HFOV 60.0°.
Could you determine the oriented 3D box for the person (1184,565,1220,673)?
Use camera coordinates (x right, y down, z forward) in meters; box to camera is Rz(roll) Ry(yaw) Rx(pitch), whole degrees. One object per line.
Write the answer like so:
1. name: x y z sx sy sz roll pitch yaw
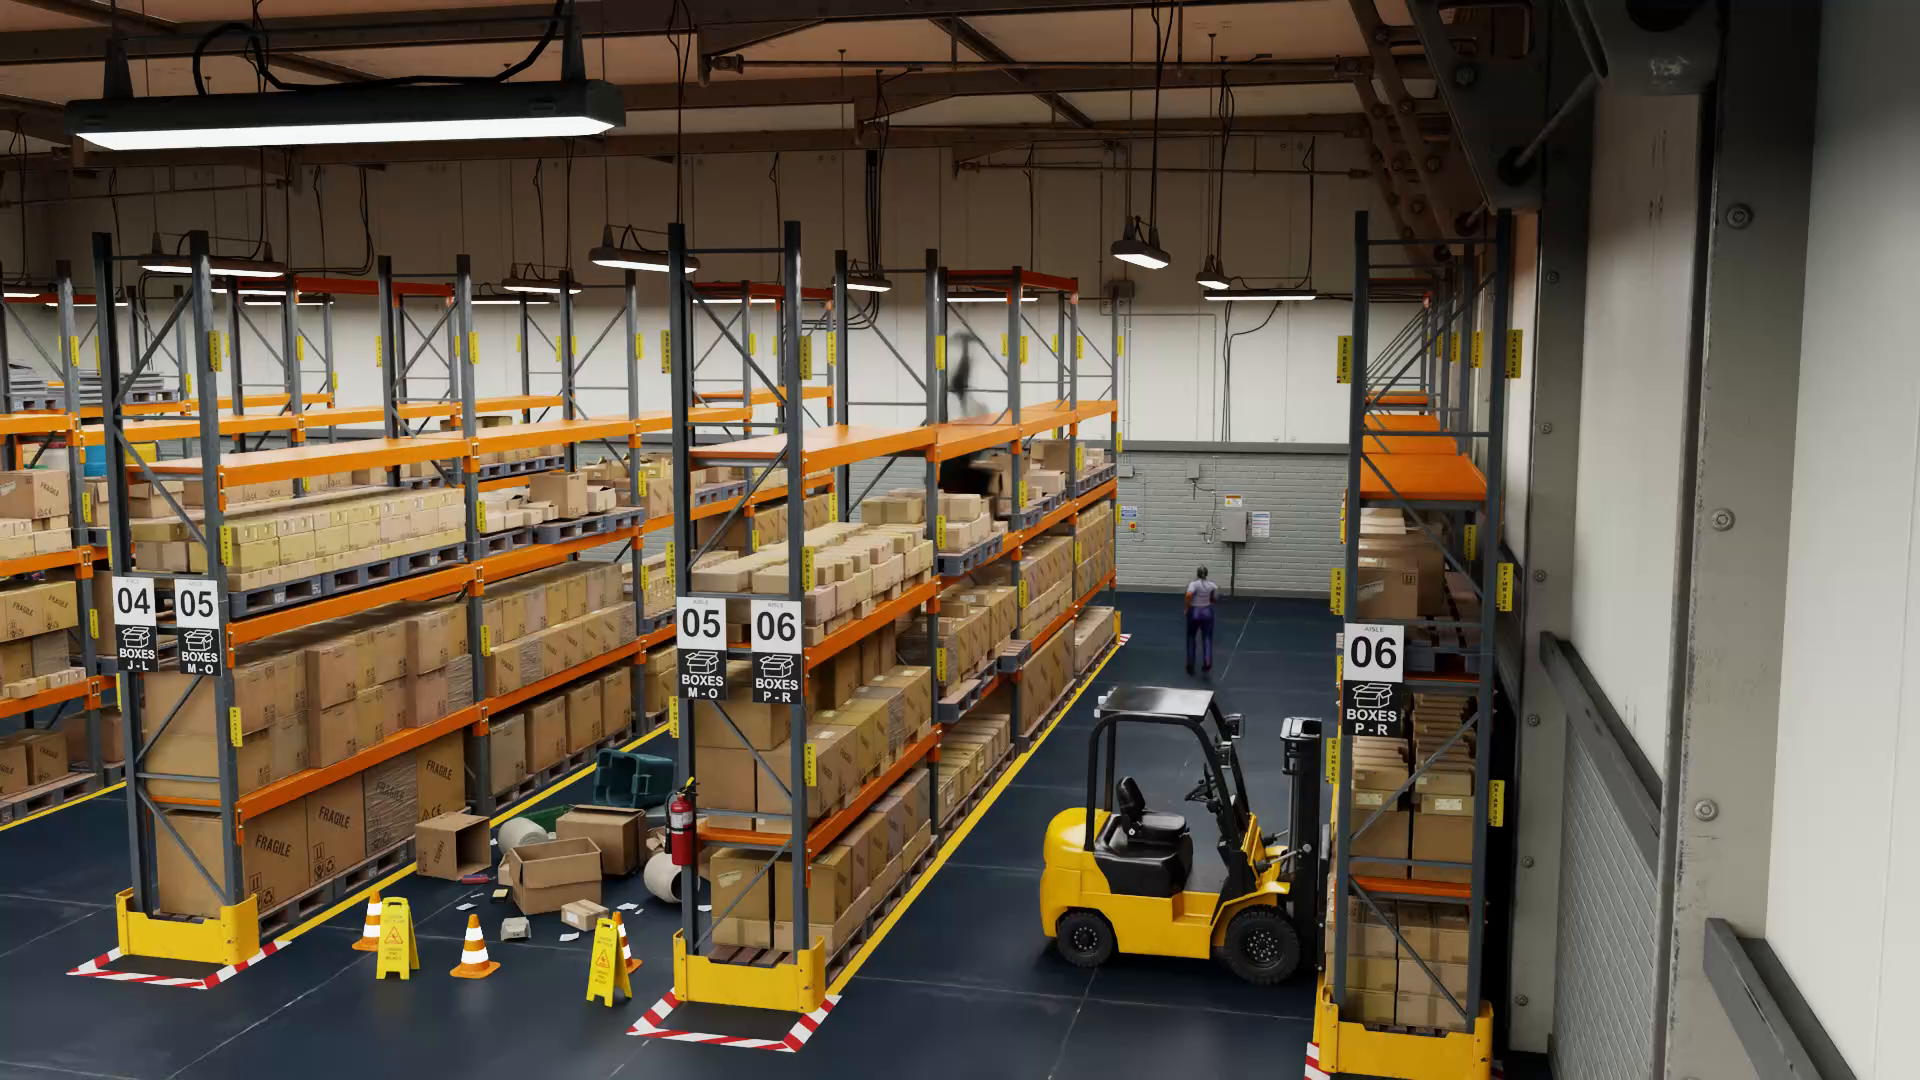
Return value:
1. person: 3.707 1.231 25.545 0.582 1.684 0.860 0 7 -2
